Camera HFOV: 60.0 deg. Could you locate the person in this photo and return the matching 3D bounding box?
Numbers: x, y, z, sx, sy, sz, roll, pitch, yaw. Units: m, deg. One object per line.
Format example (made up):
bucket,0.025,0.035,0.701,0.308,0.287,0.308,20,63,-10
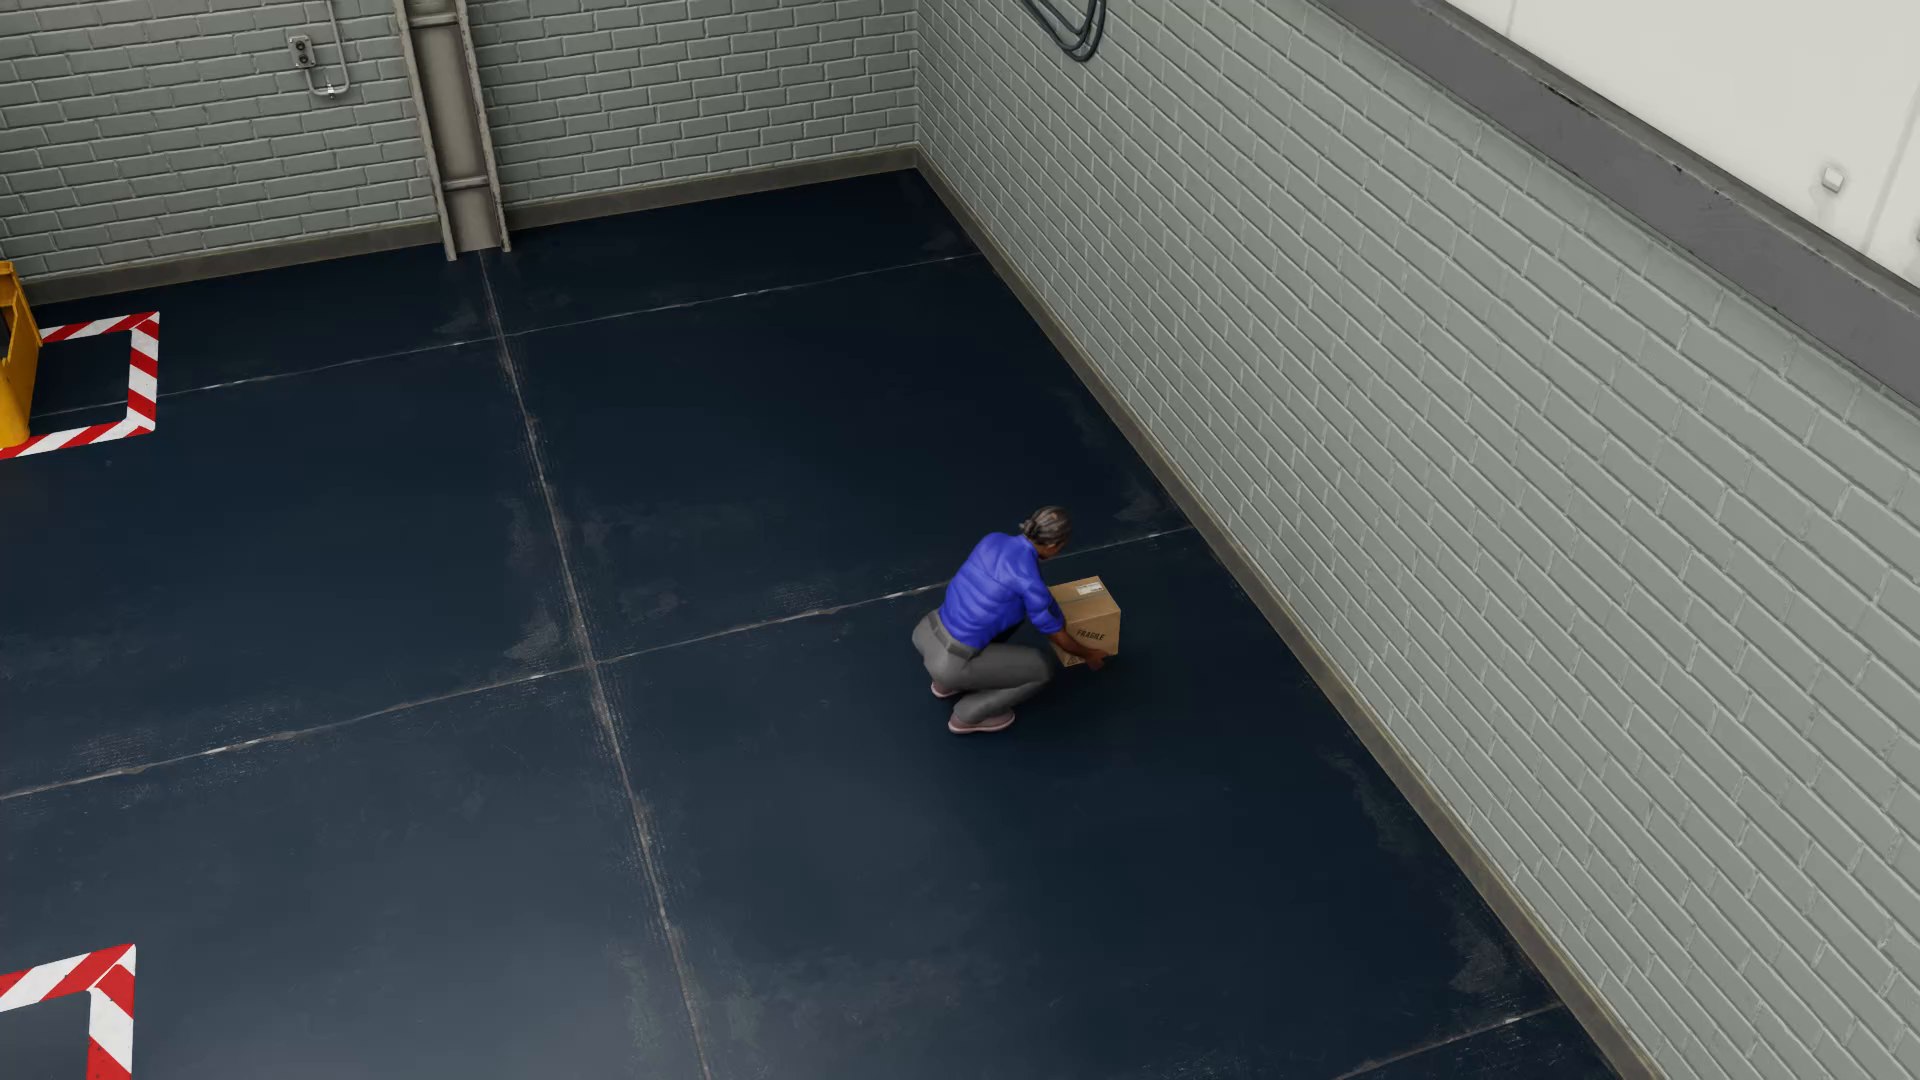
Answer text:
person,0.209,0.318,6.986,0.839,0.931,0.471,-13,40,-16
